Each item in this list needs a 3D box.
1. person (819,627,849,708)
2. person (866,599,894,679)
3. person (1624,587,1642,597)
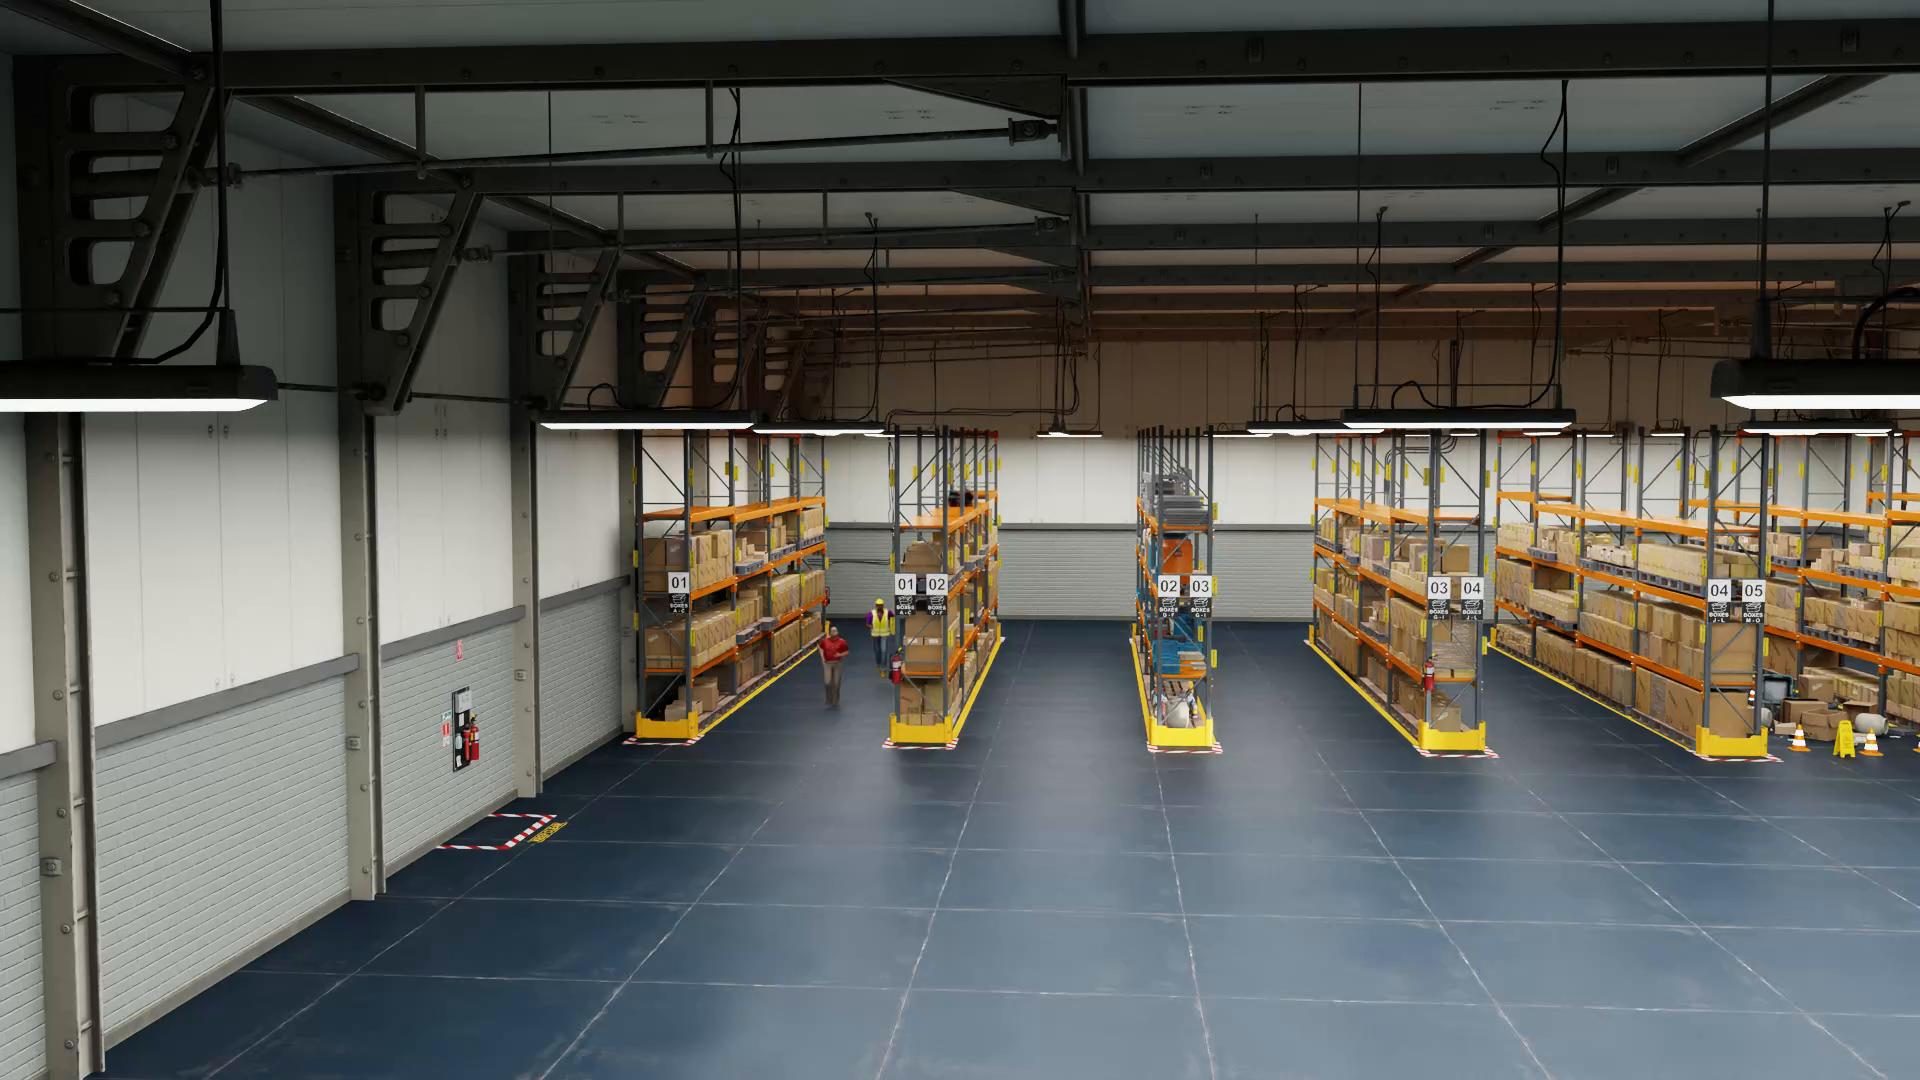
[{"bbox_3d":[-2.712,2.755,35.617,0.659,1.800,0.645,0,3,0],"label":"person"},{"bbox_3d":[-1.863,2.253,38.538,0.640,1.811,0.848,0,3,5],"label":"person"},{"bbox_3d":[18.923,1.985,47.093,0.939,1.779,0.690,0,3,4],"label":"person"}]
